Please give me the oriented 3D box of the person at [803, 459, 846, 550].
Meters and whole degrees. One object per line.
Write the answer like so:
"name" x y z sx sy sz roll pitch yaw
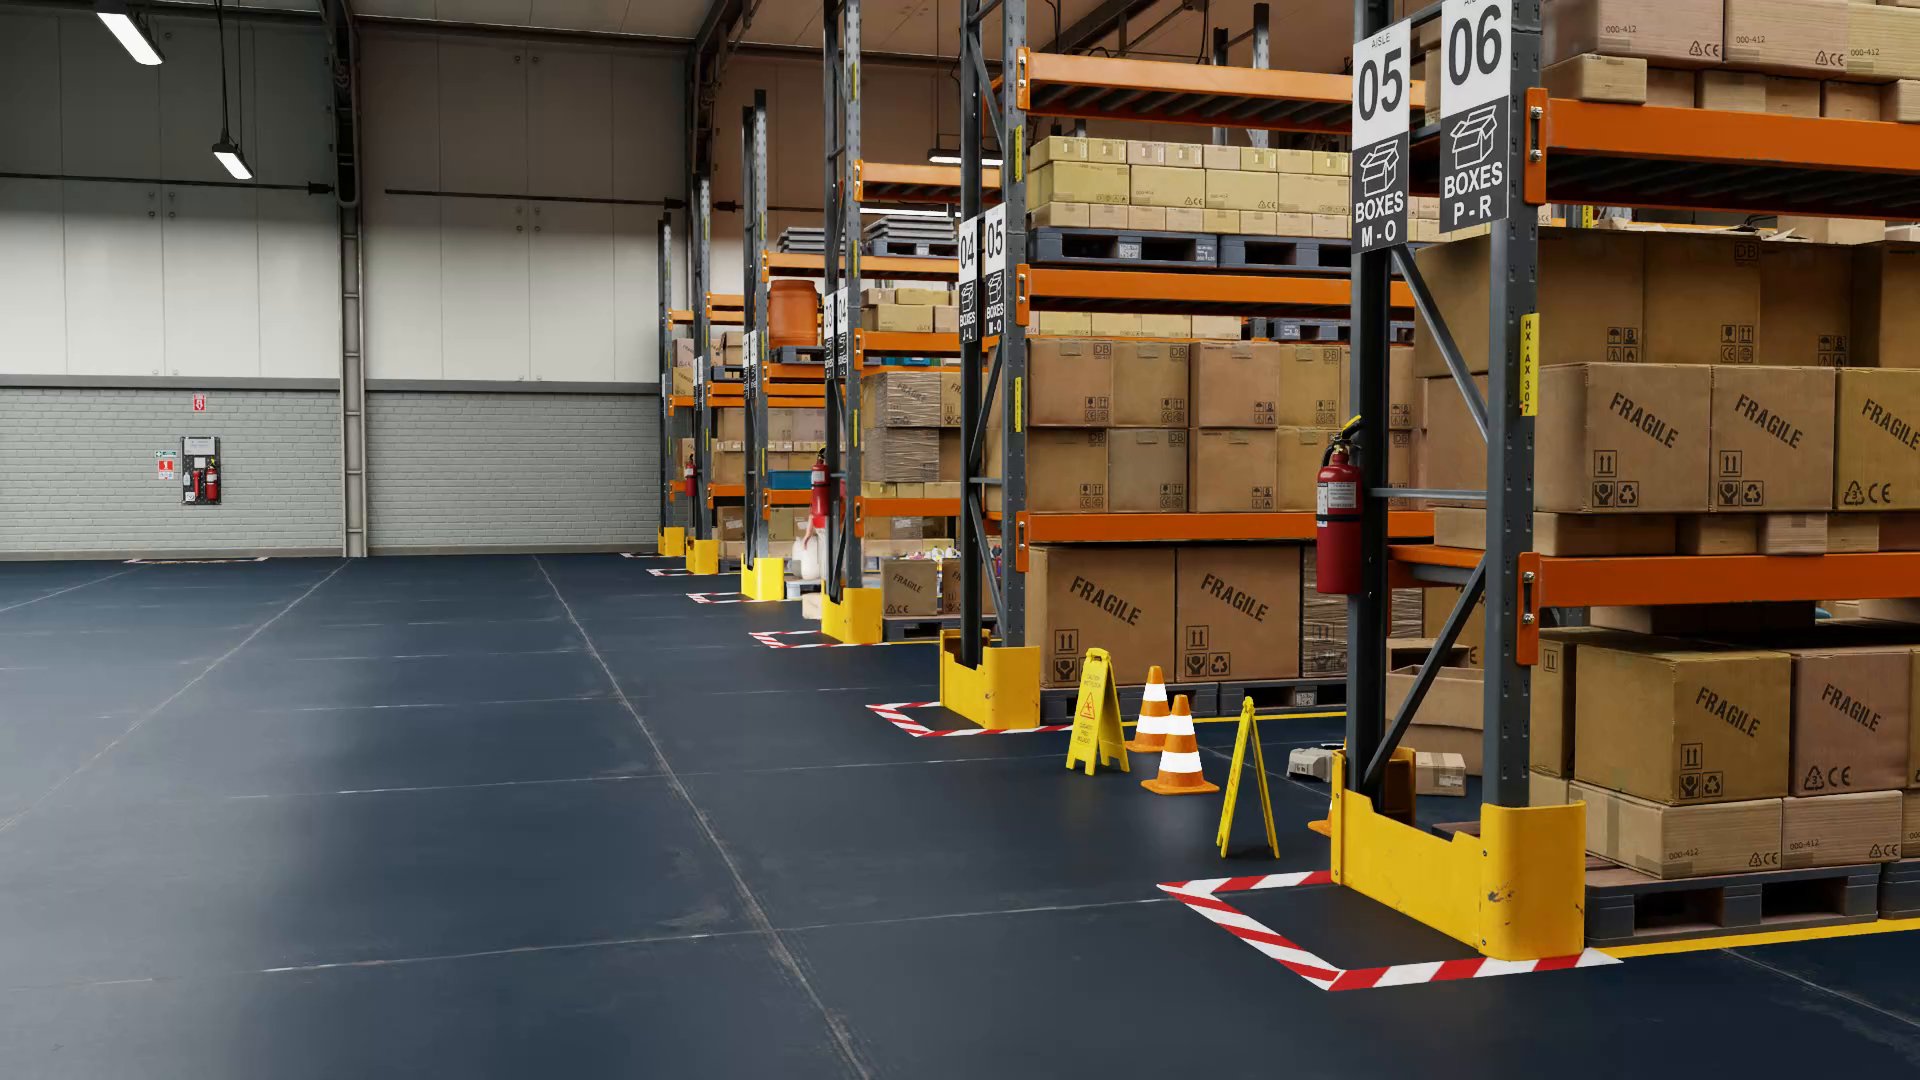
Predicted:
"person" -1.346 -0.354 17.112 0.366 1.015 0.623 -2 3 -40
